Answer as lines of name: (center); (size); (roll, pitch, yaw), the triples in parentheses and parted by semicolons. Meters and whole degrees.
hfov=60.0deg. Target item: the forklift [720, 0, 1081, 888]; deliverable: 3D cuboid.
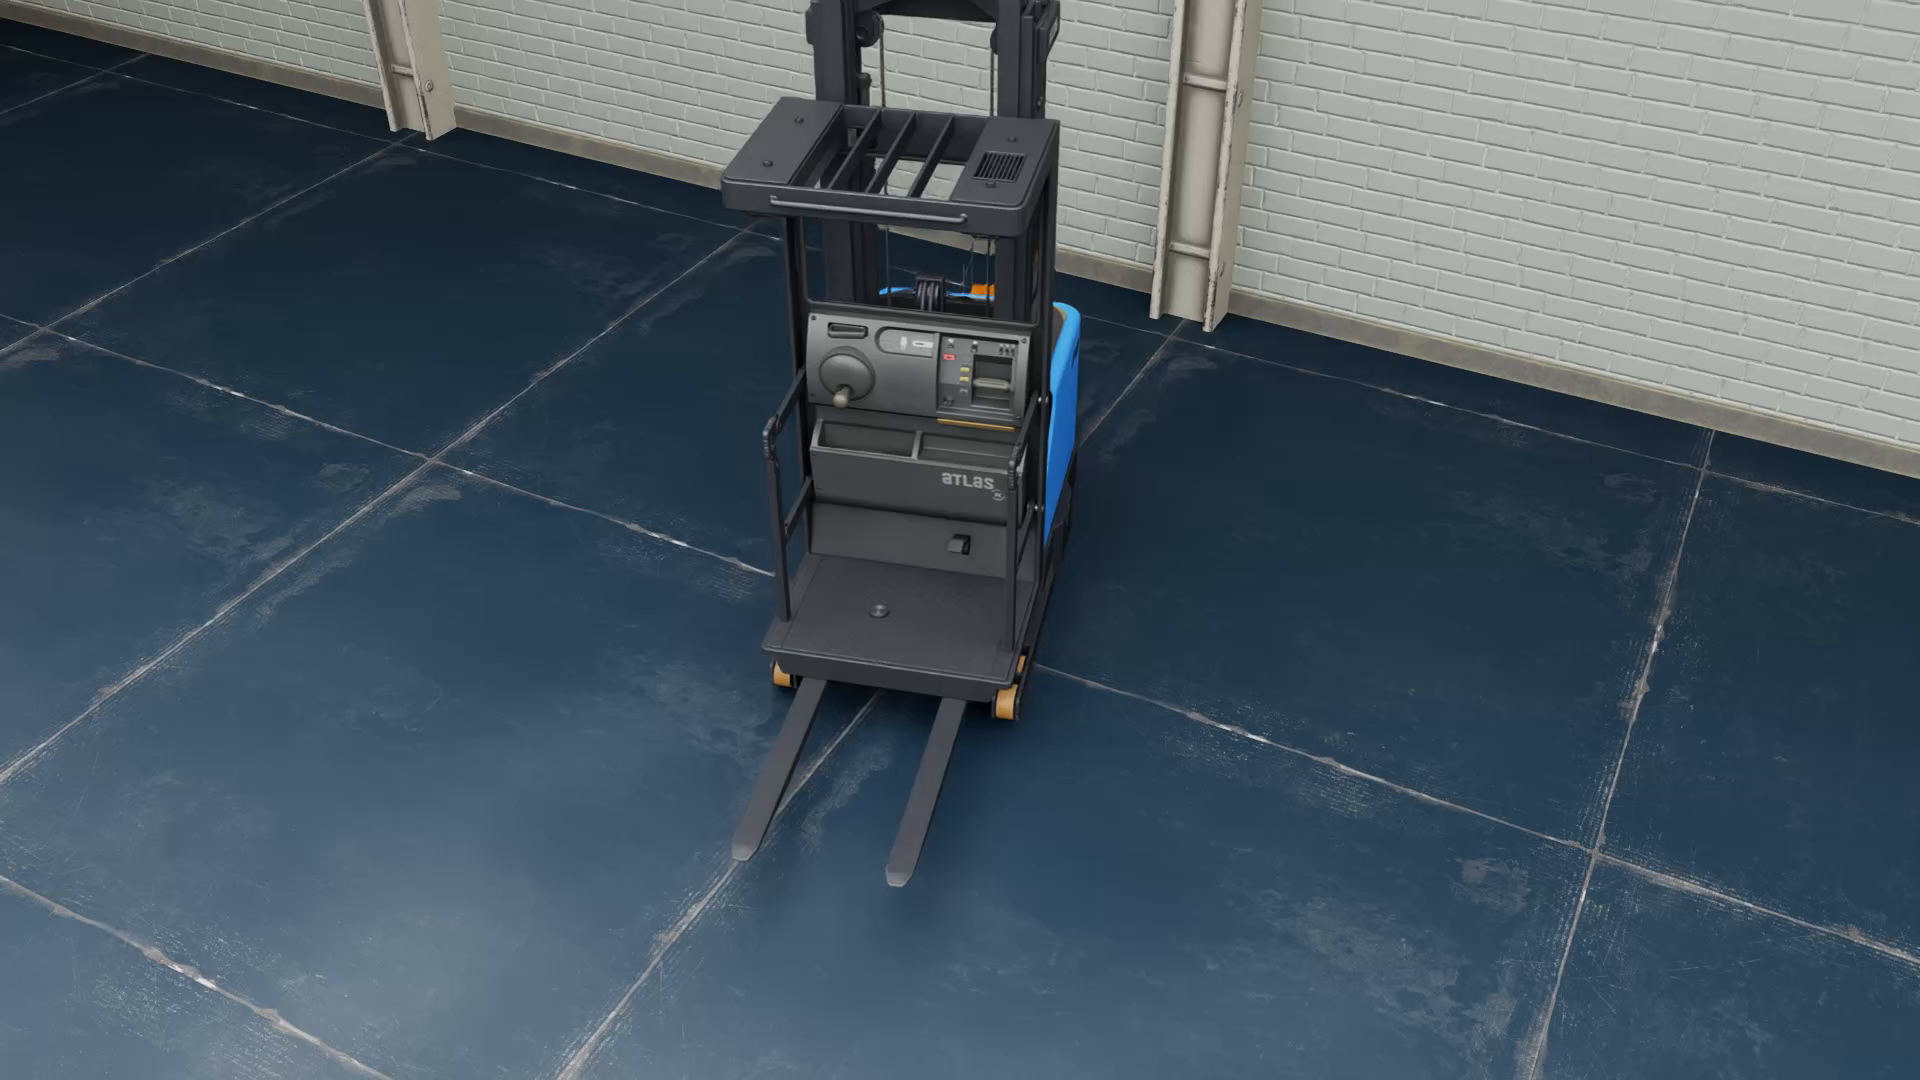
forklift: (-0.220, -0.636, 6.664); (1.130, 2.935, 3.031); (7, 38, 10)

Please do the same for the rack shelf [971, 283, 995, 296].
rack shelf: (0.134, -1.178, 8.287); (0.180, 0.103, 0.258); (7, 38, 9)

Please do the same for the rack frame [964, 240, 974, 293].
rack frame: (0.044, -0.937, 8.492); (0.006, 1.200, 0.240); (7, 38, 9)

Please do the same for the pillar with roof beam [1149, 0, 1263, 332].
pillar with roof beam: (-0.594, -2.643, 4.290); (0.400, 9.000, 9.100); (17, 41, 21)

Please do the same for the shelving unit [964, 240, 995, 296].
shelving unit: (0.134, -0.927, 8.478); (0.189, 1.200, 0.258); (7, 38, 9)

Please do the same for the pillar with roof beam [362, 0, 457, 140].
pillar with roof beam: (-5.922, -4.312, 6.487); (0.400, 9.000, 9.100); (17, 41, 21)
